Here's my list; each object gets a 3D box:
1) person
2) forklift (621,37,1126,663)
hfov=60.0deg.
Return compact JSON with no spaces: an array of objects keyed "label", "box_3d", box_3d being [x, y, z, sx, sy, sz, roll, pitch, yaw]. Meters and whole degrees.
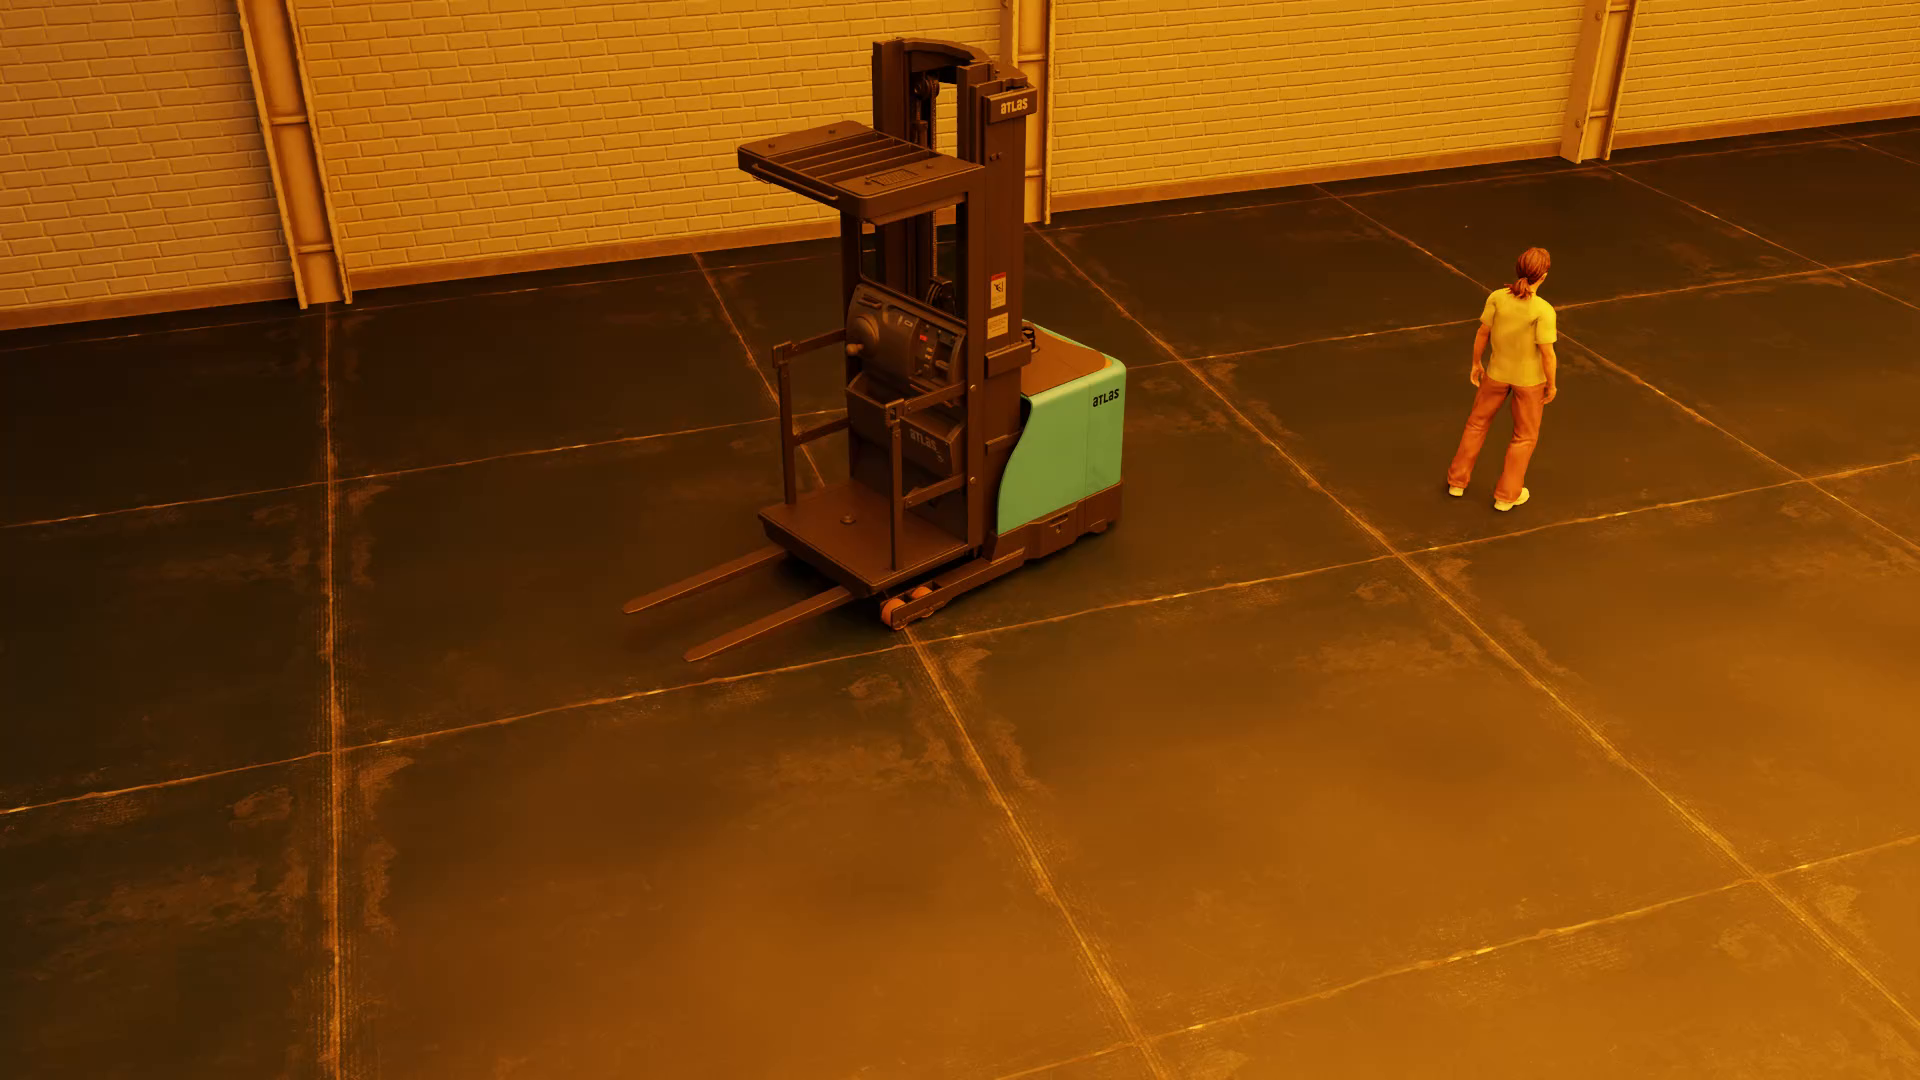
[{"label":"person","box_3d":[3.310,-0.981,10.054,0.591,1.674,0.401,20,36,31]},{"label":"forklift","box_3d":[-0.461,-1.072,8.951,3.031,2.935,1.130,-23,37,-34]}]
